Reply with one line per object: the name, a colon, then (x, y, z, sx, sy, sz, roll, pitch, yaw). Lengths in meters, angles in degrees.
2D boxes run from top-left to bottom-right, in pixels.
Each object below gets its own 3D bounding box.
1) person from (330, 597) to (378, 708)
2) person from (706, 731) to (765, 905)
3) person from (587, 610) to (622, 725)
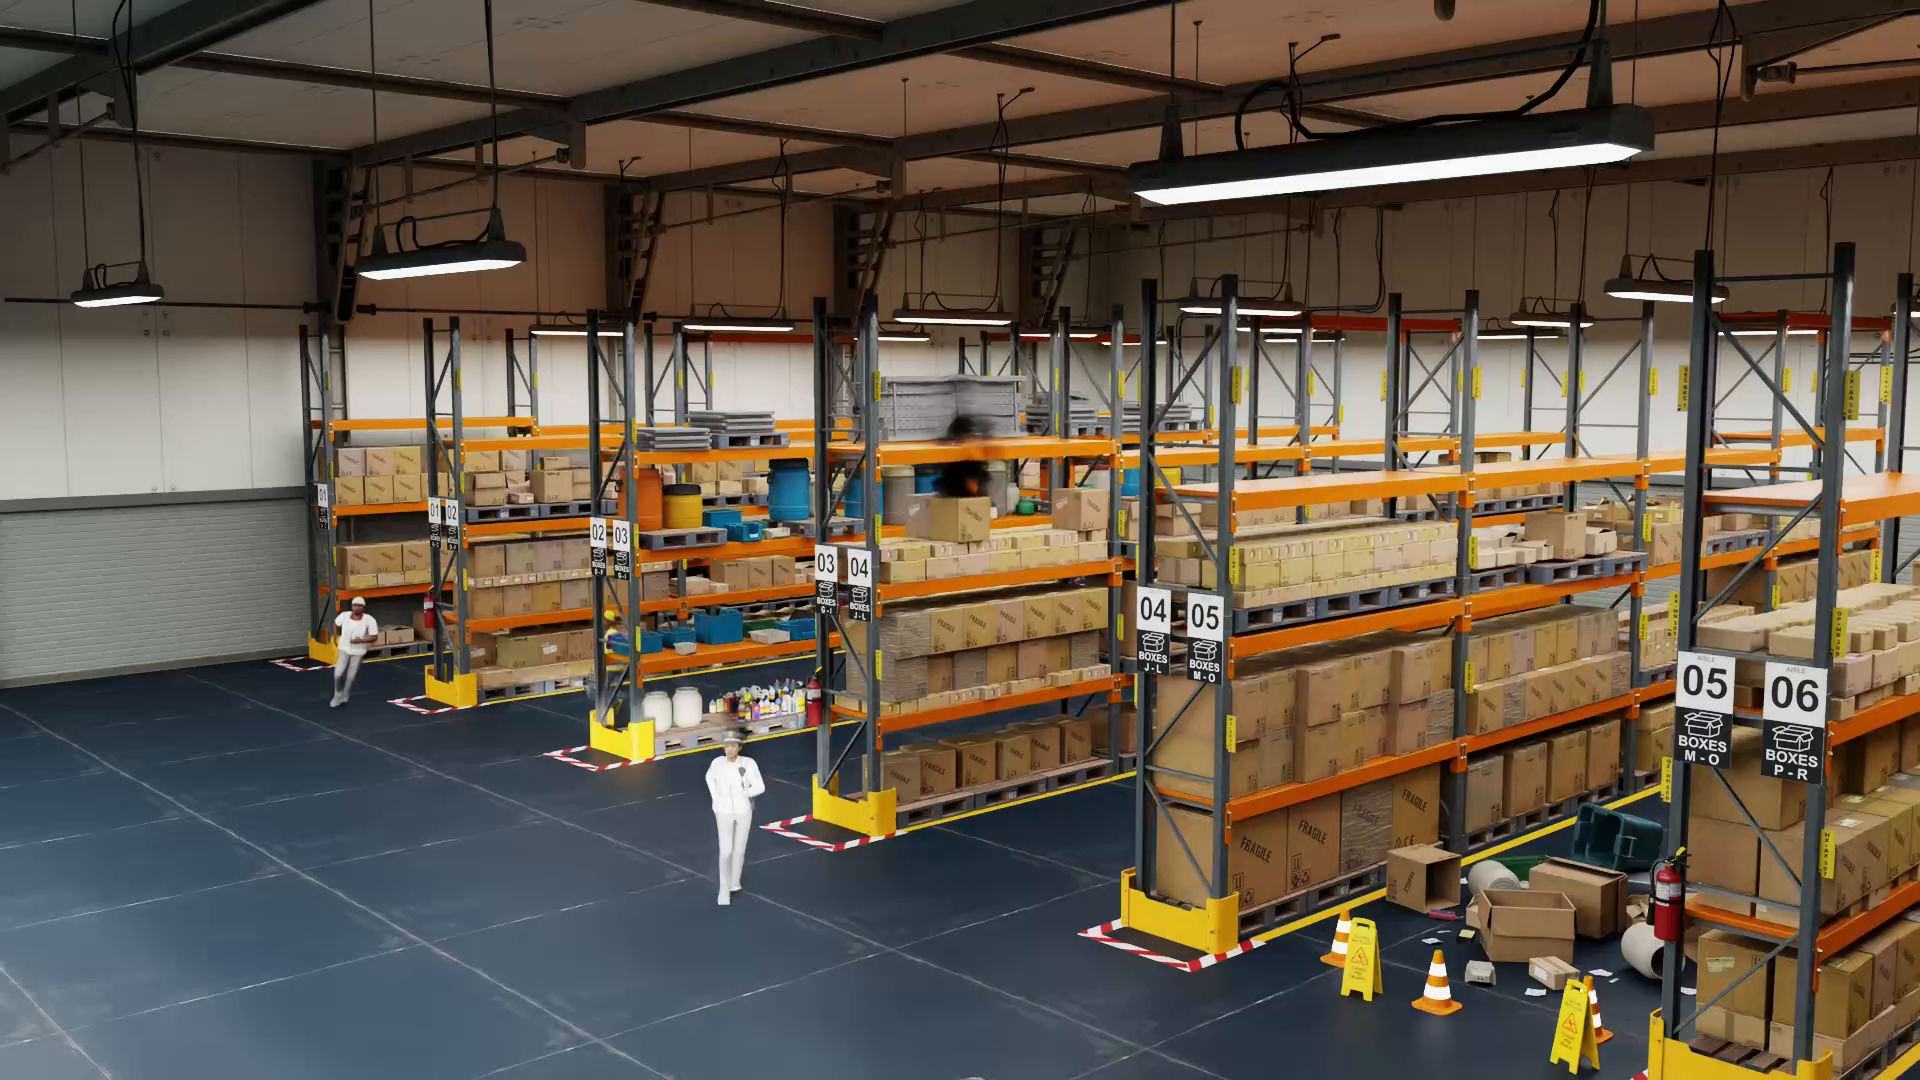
person: (-9.360, 1.727, 25.665, 0.744, 1.741, 0.638, -1, 6, -12)
person: (-2.195, 2.705, 16.255, 0.579, 1.735, 0.708, -1, 6, -6)
person: (-5.140, 1.867, 24.203, 0.568, 1.719, 0.732, -5, 7, -38)
